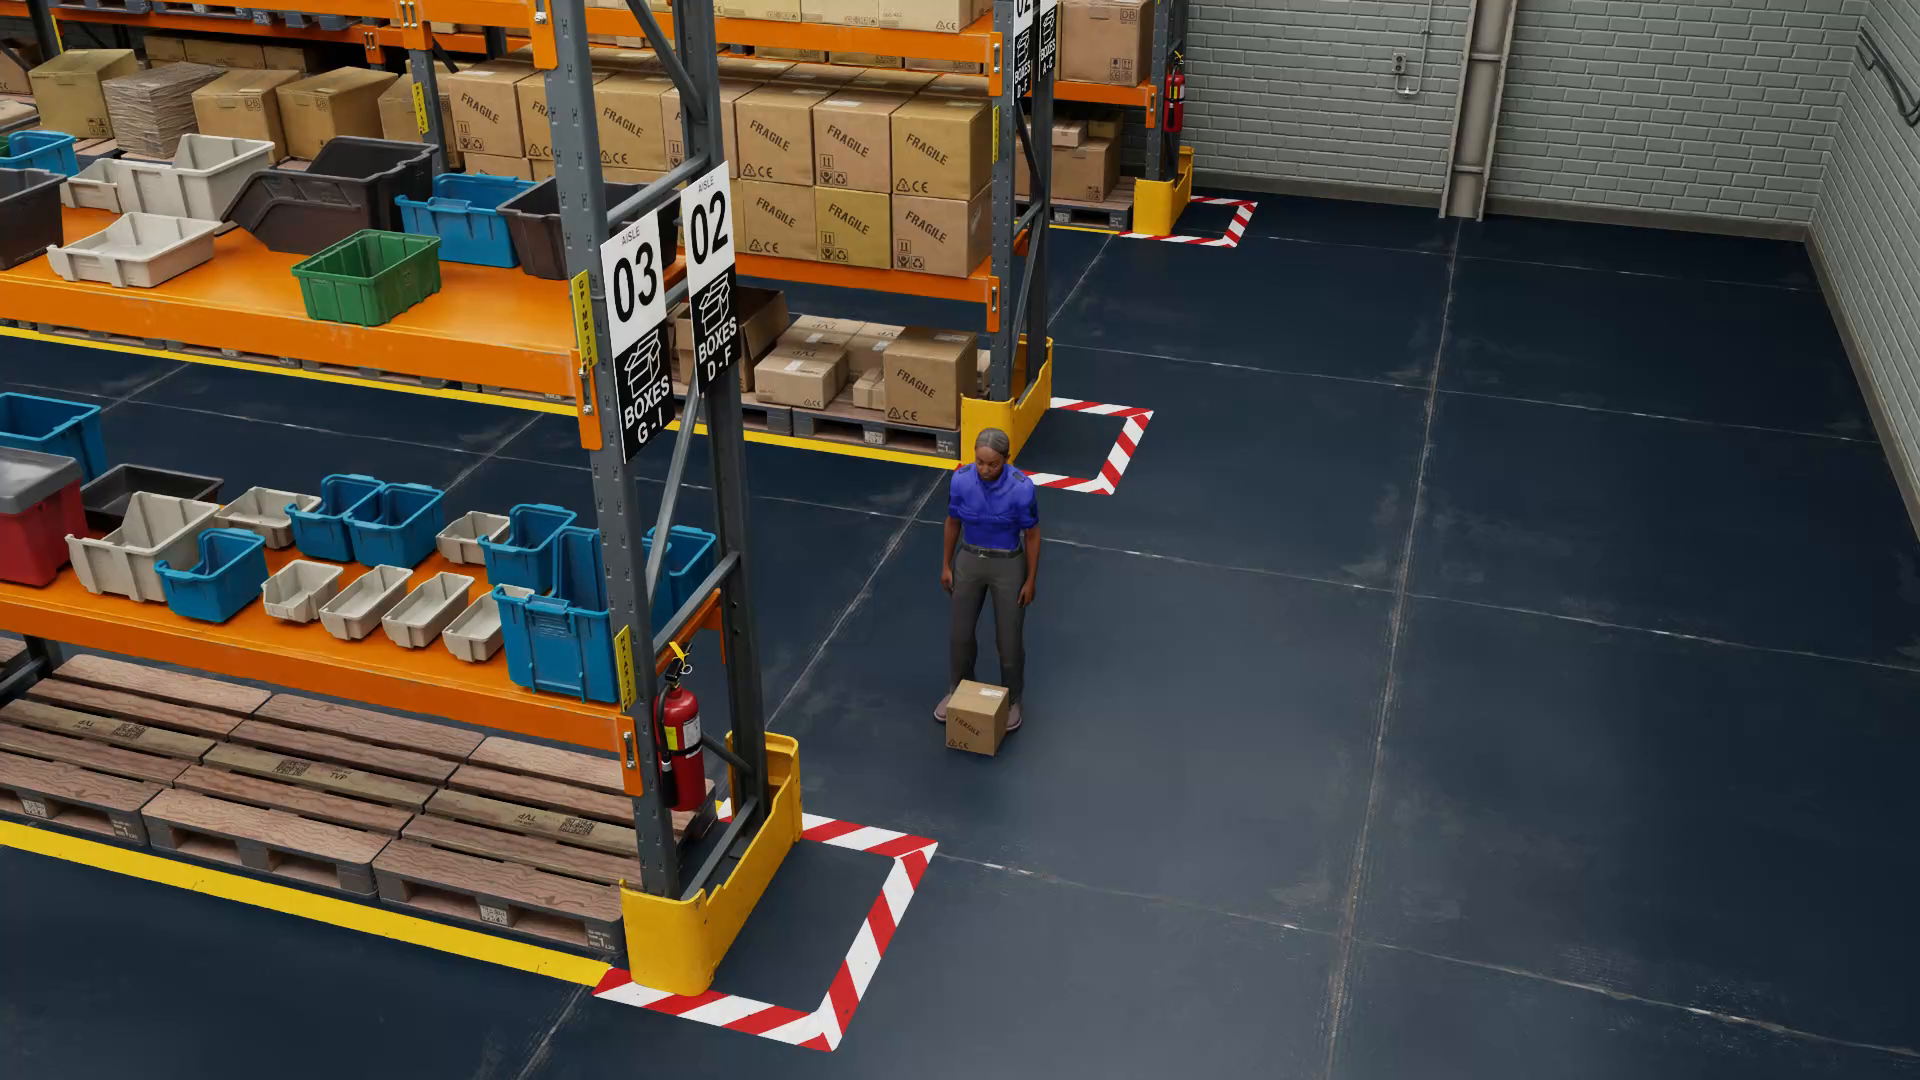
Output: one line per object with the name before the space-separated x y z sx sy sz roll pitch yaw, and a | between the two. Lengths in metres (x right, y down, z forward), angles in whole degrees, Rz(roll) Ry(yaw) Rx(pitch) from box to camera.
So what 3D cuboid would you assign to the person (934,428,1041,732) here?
person | 0.141 0.167 8.210 0.503 1.654 0.348 8 30 14
